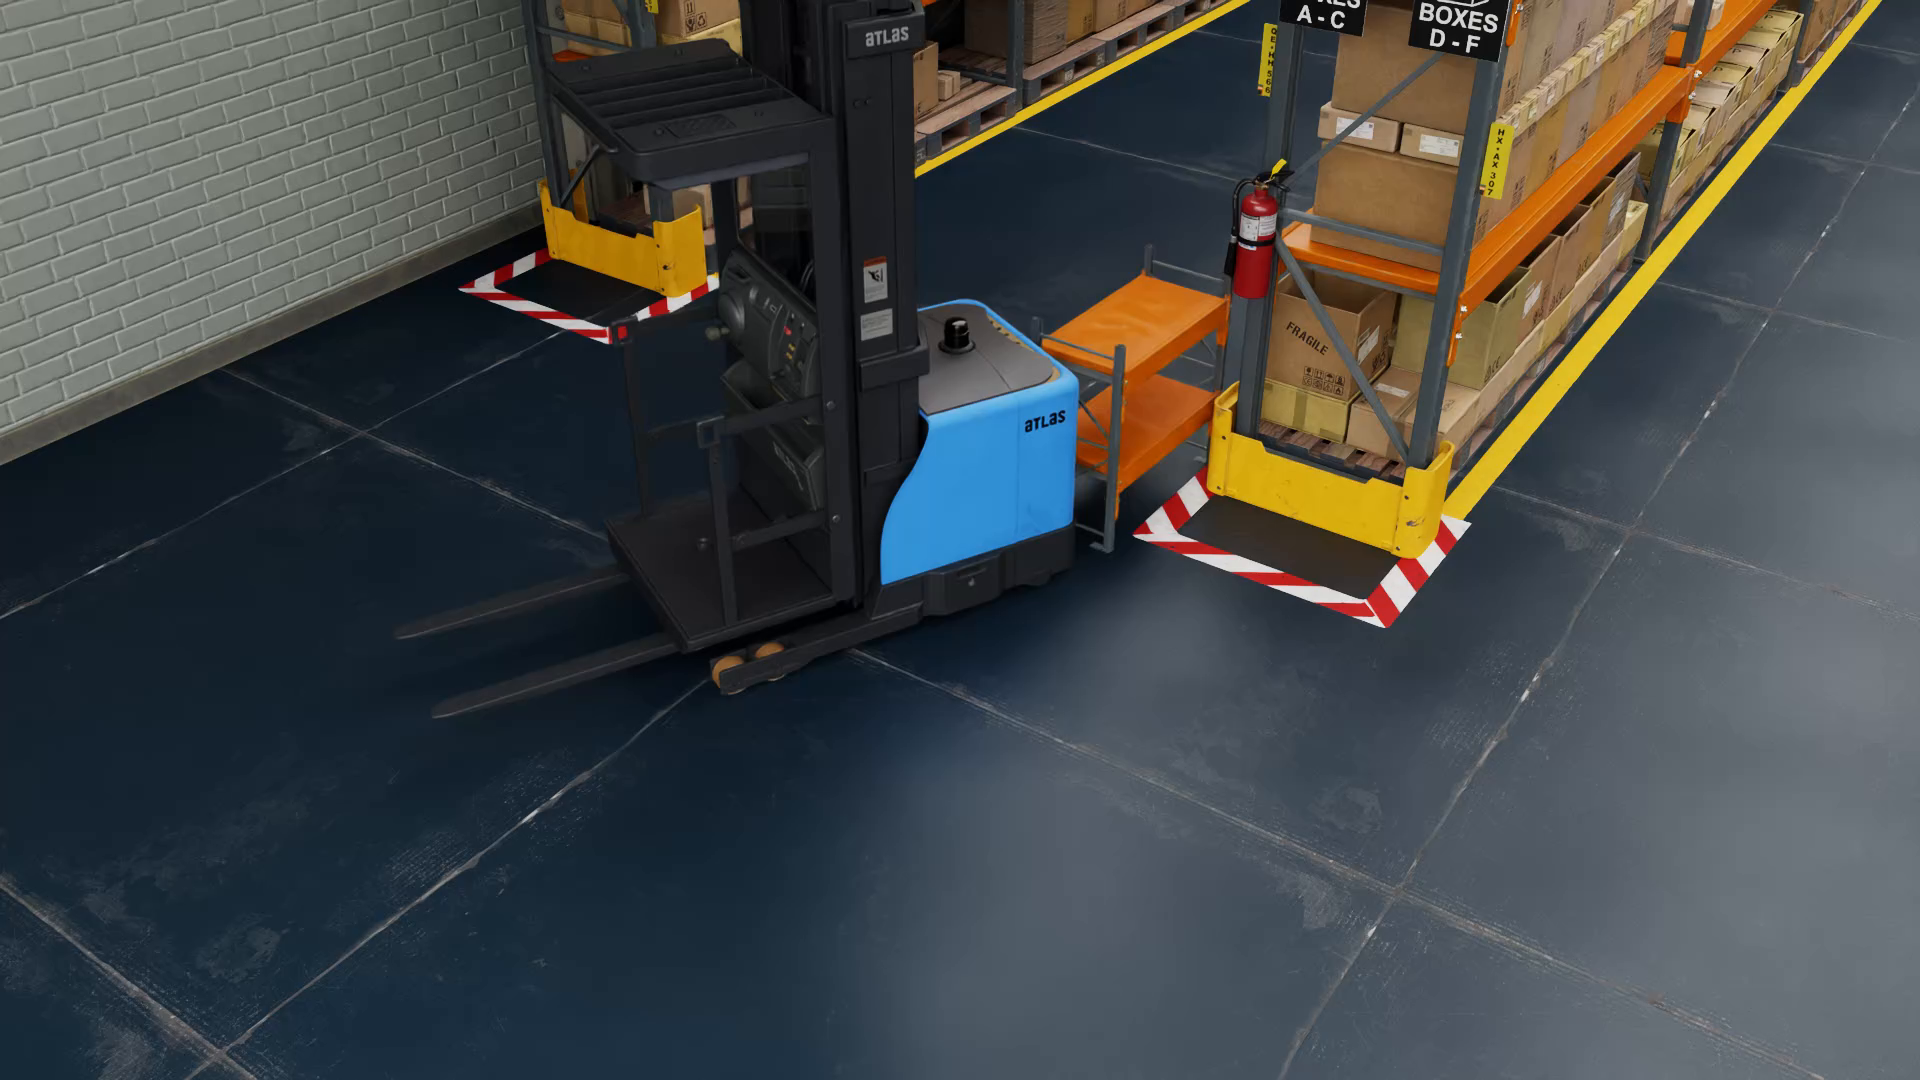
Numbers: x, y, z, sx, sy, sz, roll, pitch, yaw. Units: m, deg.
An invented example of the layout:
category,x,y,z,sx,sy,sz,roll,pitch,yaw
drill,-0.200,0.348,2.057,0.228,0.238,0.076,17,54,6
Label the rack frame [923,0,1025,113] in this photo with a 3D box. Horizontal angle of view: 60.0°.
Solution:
category,x,y,z,sx,sy,sz,roll,pitch,yaw
rack frame,0.057,-4.834,12.721,1.000,3.000,0.127,21,39,28

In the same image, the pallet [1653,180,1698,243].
category,x,y,z,sx,sy,sz,roll,pitch,yaw
pallet,4.517,-2.450,11.685,1.003,0.211,1.213,21,39,28

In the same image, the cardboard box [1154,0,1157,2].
category,x,y,z,sx,sy,sz,roll,pitch,yaw
cardboard box,1.581,-5.274,15.210,0.700,0.500,0.500,21,39,28

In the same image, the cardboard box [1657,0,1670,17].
category,x,y,z,sx,sy,sz,roll,pitch,yaw
cardboard box,3.860,-3.136,9.541,0.380,0.149,0.250,20,39,27

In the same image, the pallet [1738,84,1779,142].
category,x,y,z,sx,sy,sz,roll,pitch,yaw
pallet,5.908,-3.573,13.345,1.003,0.211,1.213,21,39,28

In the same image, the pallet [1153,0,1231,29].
category,x,y,z,sx,sy,sz,roll,pitch,yaw
pallet,1.891,-5.161,15.693,1.003,0.211,1.213,21,39,28

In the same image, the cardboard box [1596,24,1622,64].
category,x,y,z,sx,sy,sz,roll,pitch,yaw
cardboard box,3.275,-2.663,8.842,0.380,0.149,0.250,23,40,30

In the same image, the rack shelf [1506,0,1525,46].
category,x,y,z,sx,sy,sz,roll,pitch,yaw
rack shelf,2.988,-3.278,8.384,1.077,0.370,4.000,21,39,28

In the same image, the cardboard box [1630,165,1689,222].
category,x,y,z,sx,sy,sz,roll,pitch,yaw
cardboard box,4.562,-2.395,11.194,0.500,0.250,0.500,20,39,27

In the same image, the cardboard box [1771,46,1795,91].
category,x,y,z,sx,sy,sz,roll,pitch,yaw
cardboard box,6.310,-3.809,13.285,0.500,0.250,0.500,22,40,29

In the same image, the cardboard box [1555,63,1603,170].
category,x,y,z,sx,sy,sz,roll,pitch,yaw
cardboard box,3.005,-2.378,9.000,0.700,0.500,0.500,23,40,30

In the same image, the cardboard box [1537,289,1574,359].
category,x,y,z,sx,sy,sz,roll,pitch,yaw
cardboard box,3.193,-1.313,9.594,0.500,0.250,0.500,21,39,28

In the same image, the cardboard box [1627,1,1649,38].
category,x,y,z,sx,sy,sz,roll,pitch,yaw
cardboard box,3.568,-2.902,9.196,0.380,0.149,0.250,21,39,28

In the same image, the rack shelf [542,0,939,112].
category,x,y,z,sx,sy,sz,roll,pitch,yaw
rack shelf,-1.083,-3.616,11.561,1.077,0.370,4.000,21,39,28

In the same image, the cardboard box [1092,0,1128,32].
category,x,y,z,sx,sy,sz,roll,pitch,yaw
cardboard box,1.041,-4.801,14.510,0.700,0.500,0.500,22,40,29

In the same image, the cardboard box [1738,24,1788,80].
category,x,y,z,sx,sy,sz,roll,pitch,yaw
cardboard box,6.022,-3.801,12.772,0.500,0.311,0.500,21,39,28

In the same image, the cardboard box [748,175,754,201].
category,x,y,z,sx,sy,sz,roll,pitch,yaw
cardboard box,-1.430,-2.614,11.445,0.500,0.311,0.500,25,41,32

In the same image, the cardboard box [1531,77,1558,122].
category,x,y,z,sx,sy,sz,roll,pitch,yaw
cardboard box,2.686,-2.187,8.138,0.380,0.149,0.250,21,39,28

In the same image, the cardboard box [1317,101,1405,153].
category,x,y,z,sx,sy,sz,roll,pitch,yaw
cardboard box,1.909,-1.960,7.802,0.380,0.149,0.250,21,39,27

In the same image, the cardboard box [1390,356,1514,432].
category,x,y,z,sx,sy,sz,roll,pitch,yaw
cardboard box,2.619,-0.855,8.916,0.500,0.250,0.500,21,39,28

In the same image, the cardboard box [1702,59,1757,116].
category,x,y,z,sx,sy,sz,roll,pitch,yaw
cardboard box,5.445,-3.339,12.089,0.500,0.311,0.500,22,40,29

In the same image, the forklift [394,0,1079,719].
category,x,y,z,sx,sy,sz,roll,pitch,yaw
forklift,-0.991,-0.880,6.935,3.031,2.935,1.130,-17,38,-24

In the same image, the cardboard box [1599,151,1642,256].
category,x,y,z,sx,sy,sz,roll,pitch,yaw
cardboard box,3.749,-2.090,10.073,0.500,0.500,0.500,21,39,28

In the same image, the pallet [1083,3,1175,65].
category,x,y,z,sx,sy,sz,roll,pitch,yaw
pallet,1.195,-4.602,14.866,1.003,0.211,1.213,21,39,28

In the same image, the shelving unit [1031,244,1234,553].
category,x,y,z,sx,sy,sz,roll,pitch,yaw
shelving unit,0.848,-0.722,8.313,0.538,1.125,1.048,23,40,30

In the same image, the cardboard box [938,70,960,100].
category,x,y,z,sx,sy,sz,roll,pitch,yaw
cardboard box,-0.223,-3.587,13.013,0.380,0.166,0.250,16,37,22

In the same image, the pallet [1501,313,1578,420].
category,x,y,z,sx,sy,sz,roll,pitch,yaw
pallet,2.946,-1.182,9.810,1.003,0.211,1.213,21,39,28

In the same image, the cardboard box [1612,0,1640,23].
category,x,y,z,sx,sy,sz,roll,pitch,yaw
cardboard box,3.308,-3.163,9.002,0.700,0.500,0.500,21,39,28

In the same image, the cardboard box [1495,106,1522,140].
category,x,y,z,sx,sy,sz,roll,pitch,yaw
cardboard box,2.397,-1.957,7.798,0.380,0.149,0.250,20,39,27

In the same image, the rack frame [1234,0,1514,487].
category,x,y,z,sx,sy,sz,roll,pitch,yaw
rack frame,1.848,-1.413,7.662,1.000,3.000,0.127,21,39,28

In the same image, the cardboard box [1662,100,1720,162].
category,x,y,z,sx,sy,sz,roll,pitch,yaw
cardboard box,4.859,-2.860,11.381,0.500,0.311,0.500,21,39,28

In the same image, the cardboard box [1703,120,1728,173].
category,x,y,z,sx,sy,sz,roll,pitch,yaw
cardboard box,5.148,-2.869,11.895,0.500,0.250,0.500,20,39,27

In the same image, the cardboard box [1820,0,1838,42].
category,x,y,z,sx,sy,sz,roll,pitch,yaw
cardboard box,7.198,-4.602,14.216,0.500,0.500,0.500,20,39,27

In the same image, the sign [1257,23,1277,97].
category,x,y,z,sx,sy,sz,roll,pitch,yaw
sign,1.410,-2.170,7.537,0.100,0.325,0.005,21,39,28

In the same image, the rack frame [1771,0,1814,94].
category,x,y,z,sx,sy,sz,roll,pitch,yaw
rack frame,6.410,-5.094,13.106,1.000,3.000,0.127,21,39,28

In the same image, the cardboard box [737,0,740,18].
category,x,y,z,sx,sy,sz,roll,pitch,yaw
cardboard box,-1.415,-3.598,10.340,0.500,0.500,0.500,21,40,28

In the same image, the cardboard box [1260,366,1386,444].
category,x,y,z,sx,sy,sz,roll,pitch,yaw
cardboard box,1.911,-0.789,8.819,0.500,0.250,0.500,21,39,28

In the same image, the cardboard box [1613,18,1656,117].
category,x,y,z,sx,sy,sz,roll,pitch,yaw
cardboard box,3.586,-2.844,9.689,0.700,0.500,0.500,21,39,28

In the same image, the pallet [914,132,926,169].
category,x,y,z,sx,sy,sz,roll,pitch,yaw
pallet,-0.992,-2.795,12.195,1.003,0.211,1.213,21,39,28

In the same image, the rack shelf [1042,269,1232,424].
category,x,y,z,sx,sy,sz,roll,pitch,yaw
rack shelf,0.848,-0.964,8.149,0.538,0.278,1.000,23,40,30

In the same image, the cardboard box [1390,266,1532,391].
category,x,y,z,sx,sy,sz,roll,pitch,yaw
cardboard box,2.620,-1.165,8.705,0.500,0.500,0.500,21,39,28

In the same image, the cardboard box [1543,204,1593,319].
category,x,y,z,sx,sy,sz,roll,pitch,yaw
cardboard box,3.194,-1.624,9.383,0.500,0.500,0.500,21,39,28

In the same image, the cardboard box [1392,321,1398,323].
category,x,y,z,sx,sy,sz,roll,pitch,yaw
cardboard box,2.470,-1.254,9.506,0.500,0.250,0.500,21,39,28

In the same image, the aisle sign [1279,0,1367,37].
category,x,y,z,sx,sy,sz,roll,pitch,yaw
aisle sign,1.569,-2.553,7.027,0.394,0.787,0.004,21,39,28

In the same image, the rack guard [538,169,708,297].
category,x,y,z,sx,sy,sz,roll,pitch,yaw
rack guard,-2.180,-1.993,10.751,1.175,0.500,0.348,21,39,28

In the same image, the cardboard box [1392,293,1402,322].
category,x,y,z,sx,sy,sz,roll,pitch,yaw
cardboard box,2.467,-1.565,9.297,0.500,0.500,0.500,21,39,28

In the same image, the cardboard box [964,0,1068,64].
category,x,y,z,sx,sy,sz,roll,pitch,yaw
cardboard box,0.463,-4.325,13.807,0.700,0.500,0.500,23,40,30

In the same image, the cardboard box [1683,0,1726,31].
category,x,y,z,sx,sy,sz,roll,pitch,yaw
cardboard box,4.802,-3.492,10.960,0.380,0.149,0.250,21,39,28

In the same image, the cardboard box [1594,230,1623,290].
category,x,y,z,sx,sy,sz,roll,pitch,yaw
cardboard box,3.751,-1.778,10.282,0.500,0.250,0.500,21,39,28

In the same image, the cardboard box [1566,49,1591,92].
category,x,y,z,sx,sy,sz,roll,pitch,yaw
cardboard box,2.981,-2.428,8.495,0.380,0.149,0.250,21,39,28

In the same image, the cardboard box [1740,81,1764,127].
category,x,y,z,sx,sy,sz,roll,pitch,yaw
cardboard box,5.730,-3.341,12.592,0.500,0.250,0.500,22,40,29

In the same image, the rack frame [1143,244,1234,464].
category,x,y,z,sx,sy,sz,roll,pitch,yaw
rack frame,1.150,-0.951,8.652,0.500,1.125,0.032,23,40,30

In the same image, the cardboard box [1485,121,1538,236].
category,x,y,z,sx,sy,sz,roll,pitch,yaw
cardboard box,2.420,-1.908,8.305,0.700,0.500,0.500,22,40,29

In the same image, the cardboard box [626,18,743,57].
category,x,y,z,sx,sy,sz,roll,pitch,yaw
cardboard box,-1.685,-3.063,10.217,0.500,0.250,0.500,20,39,27

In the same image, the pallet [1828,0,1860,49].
category,x,y,z,sx,sy,sz,roll,pitch,yaw
pallet,7.563,-4.830,15.204,1.003,0.211,1.213,21,39,28

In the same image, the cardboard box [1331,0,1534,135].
category,x,y,z,sx,sy,sz,roll,pitch,yaw
cardboard box,2.155,-2.227,7.618,0.700,0.500,0.500,21,40,28

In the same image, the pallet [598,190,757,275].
category,x,y,z,sx,sy,sz,roll,pitch,yaw
pallet,-1.688,-2.236,11.368,1.003,0.211,1.213,21,39,28

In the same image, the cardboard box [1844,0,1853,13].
category,x,y,z,sx,sy,sz,roll,pitch,yaw
cardboard box,7.781,-5.073,14.913,0.500,0.500,0.500,20,39,27

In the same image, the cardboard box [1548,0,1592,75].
category,x,y,z,sx,sy,sz,roll,pitch,yaw
cardboard box,2.737,-2.703,8.322,0.700,0.500,0.500,21,40,28
